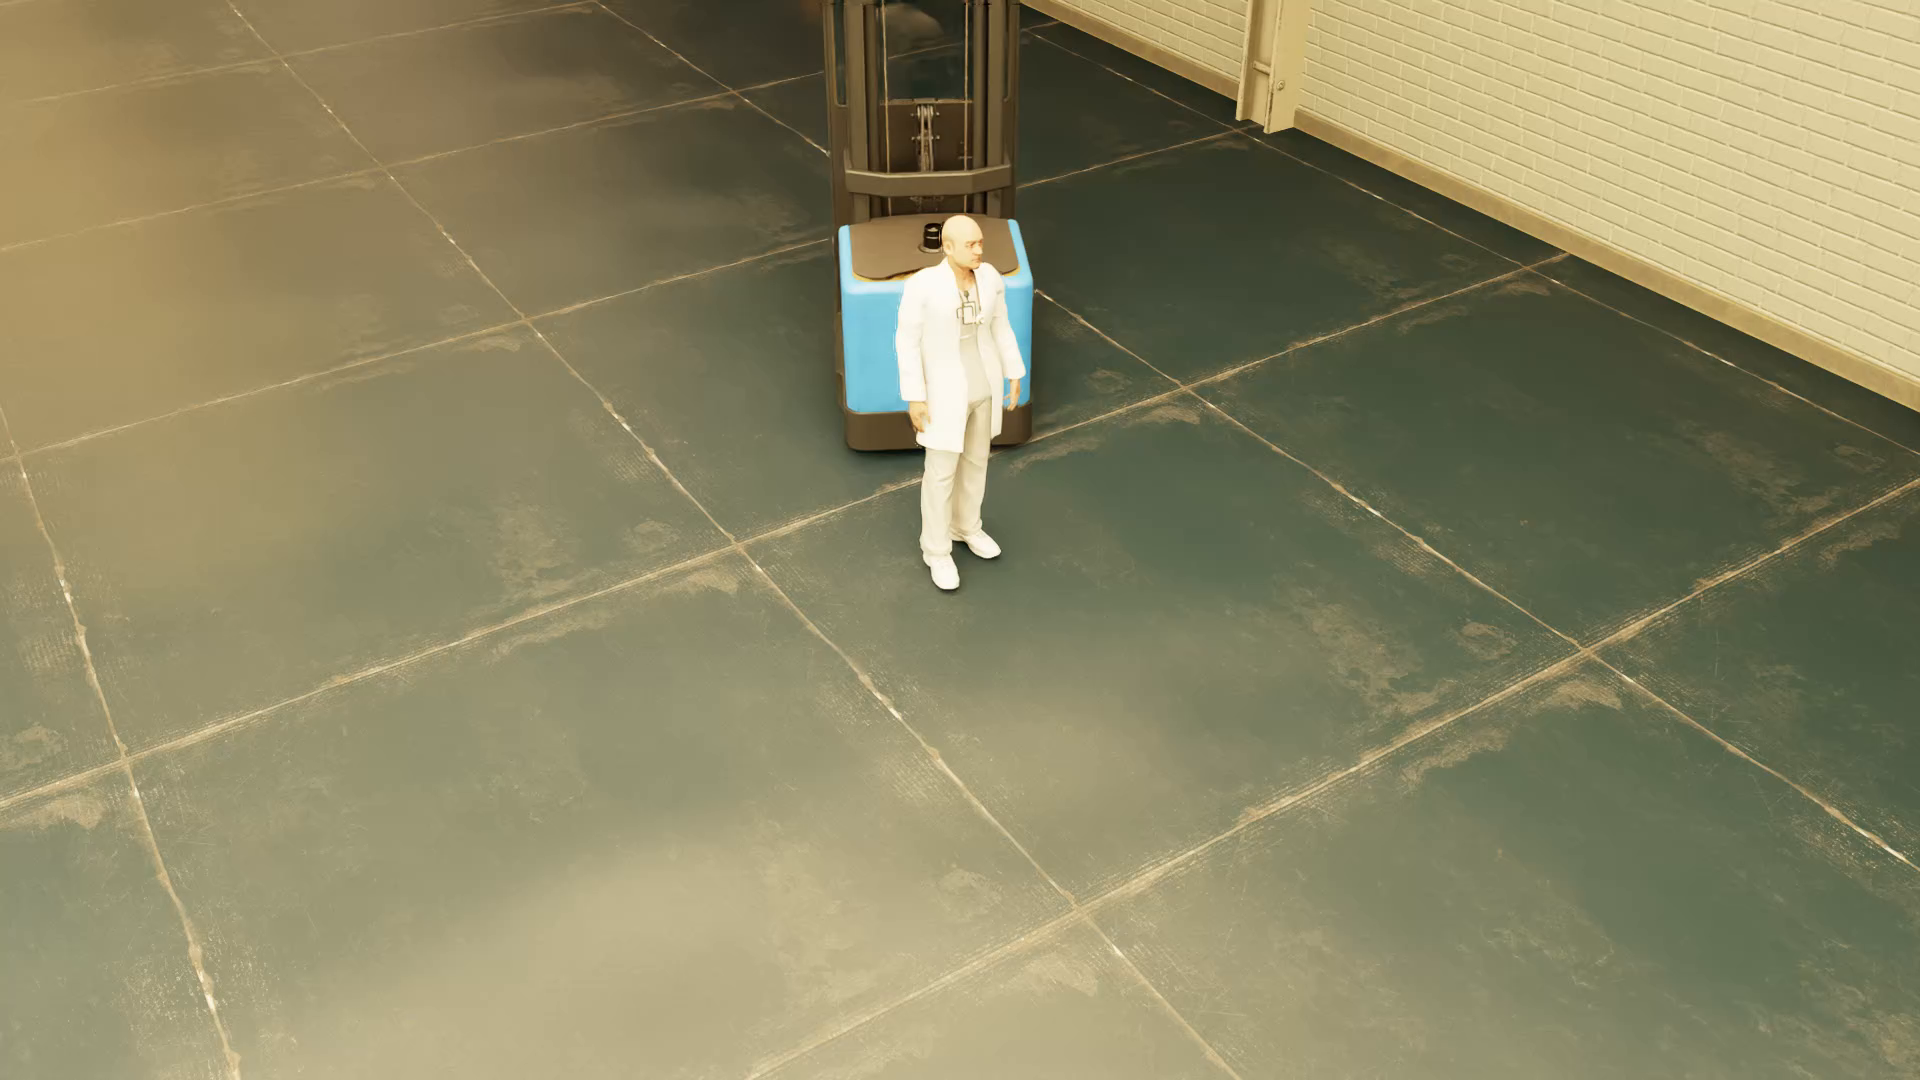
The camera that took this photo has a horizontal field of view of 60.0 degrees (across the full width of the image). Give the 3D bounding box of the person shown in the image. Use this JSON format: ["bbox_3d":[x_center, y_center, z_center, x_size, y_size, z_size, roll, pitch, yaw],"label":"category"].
[{"bbox_3d":[0.062,-0.688,8.123,0.696,1.776,0.577,-20,40,-26],"label":"person"}]

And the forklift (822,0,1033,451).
[{"bbox_3d":[-0.236,-2.526,9.742,1.130,2.935,3.031,-3,35,-4],"label":"forklift"}]
